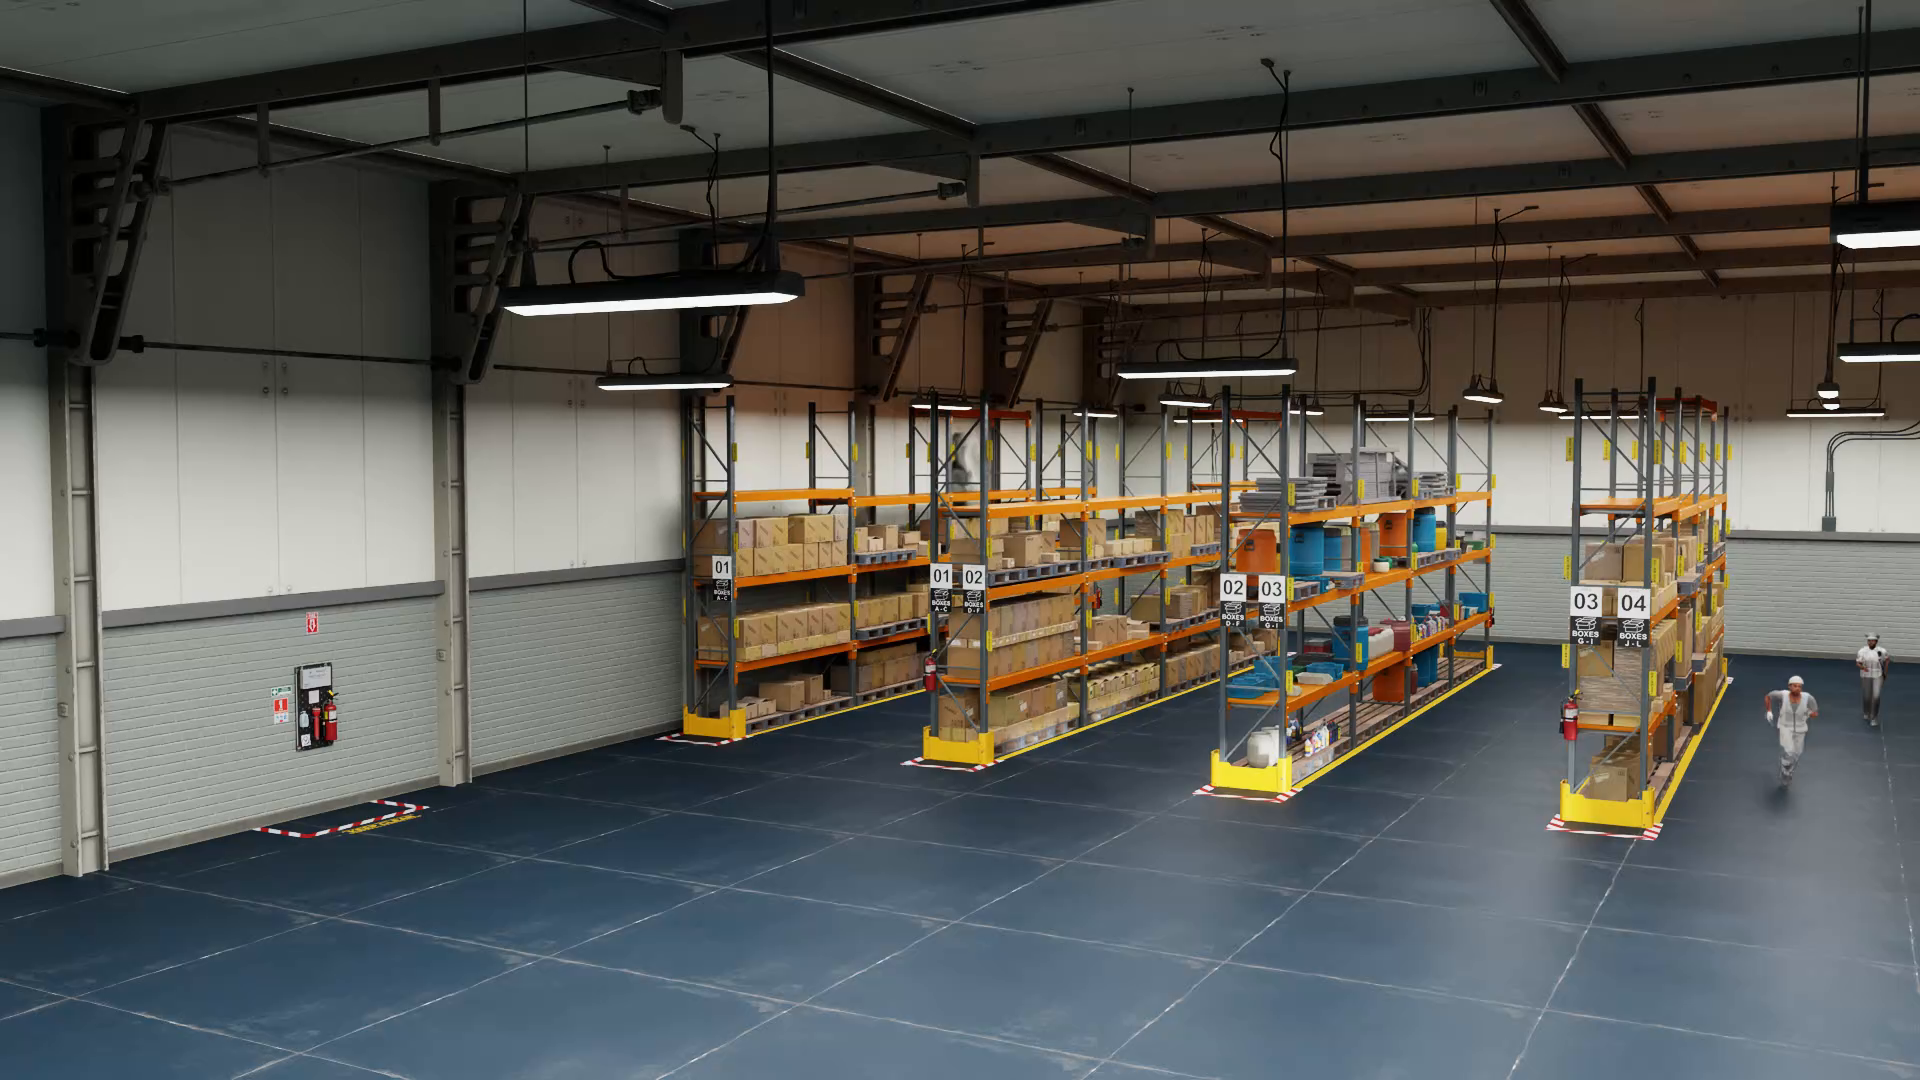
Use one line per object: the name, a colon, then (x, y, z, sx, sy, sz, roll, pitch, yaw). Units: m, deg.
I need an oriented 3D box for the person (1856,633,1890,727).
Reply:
person: (16.784, 2.566, 30.606, 0.525, 1.736, 0.745, 2, 4, 35)

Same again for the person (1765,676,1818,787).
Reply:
person: (12.270, 2.829, 24.537, 0.642, 1.700, 0.879, 1, 3, 12)

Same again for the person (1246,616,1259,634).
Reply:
person: (7.488, 1.908, 42.671, 0.608, 1.698, 0.706, 2, 3, 29)
